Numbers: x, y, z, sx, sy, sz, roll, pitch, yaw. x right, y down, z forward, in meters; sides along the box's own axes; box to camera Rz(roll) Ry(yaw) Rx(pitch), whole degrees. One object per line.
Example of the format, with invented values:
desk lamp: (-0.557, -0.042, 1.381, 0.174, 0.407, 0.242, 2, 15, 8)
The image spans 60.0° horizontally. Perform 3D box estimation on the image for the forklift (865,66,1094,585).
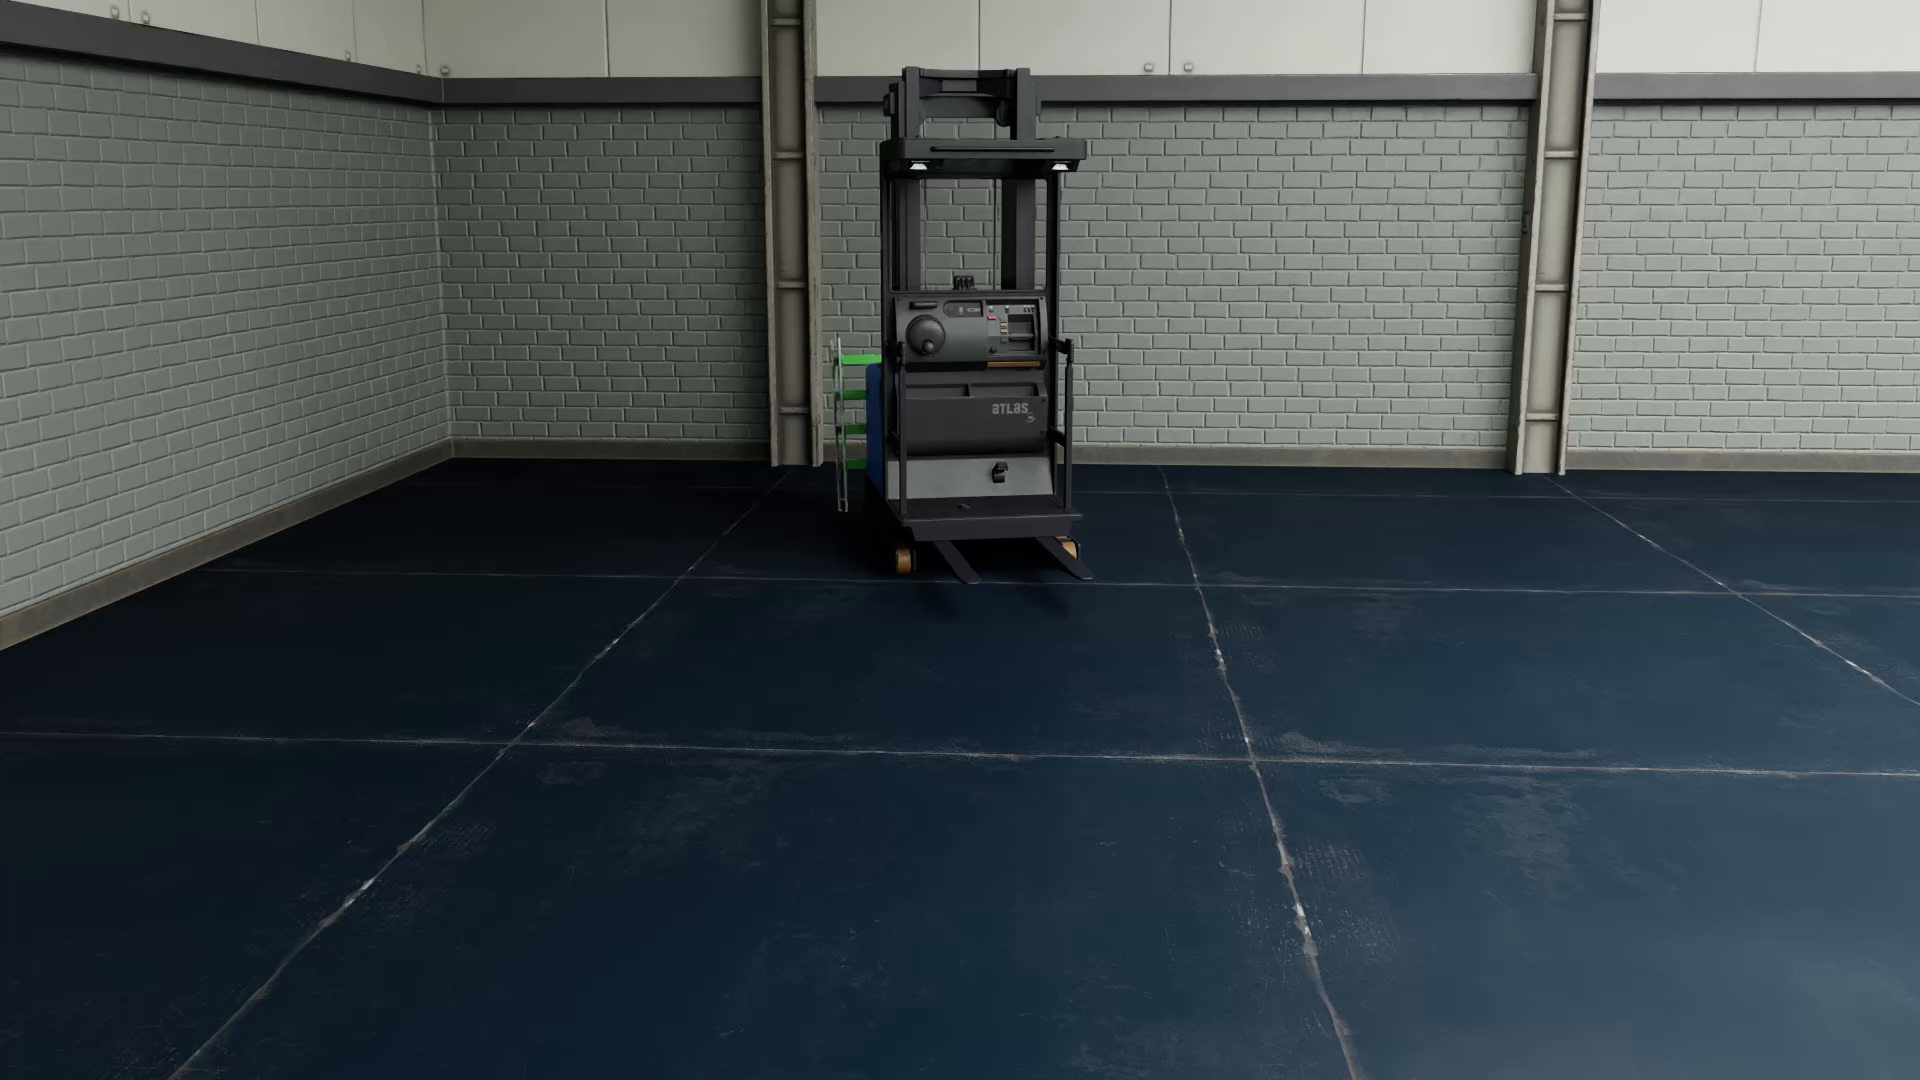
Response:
forklift: (0.107, -1.309, 9.866, 1.130, 2.935, 3.031, -2, 12, -10)

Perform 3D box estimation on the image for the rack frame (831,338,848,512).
rack frame: (-0.841, -0.797, 11.578, 0.015, 1.200, 0.240, -4, 4, -17)

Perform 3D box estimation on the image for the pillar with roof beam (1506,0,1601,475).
pillar with roof beam: (4.349, -4.079, 8.287, 0.400, 9.000, 9.100, 1, 12, 4)

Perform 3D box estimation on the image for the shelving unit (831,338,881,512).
shelving unit: (-0.608, -0.812, 11.649, 0.503, 1.200, 0.258, -4, 4, -17)

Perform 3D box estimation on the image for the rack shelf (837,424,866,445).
rack shelf: (-0.605, -0.748, 11.653, 0.480, 0.148, 0.258, -4, 4, -17)

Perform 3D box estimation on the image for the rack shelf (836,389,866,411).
rack shelf: (-0.615, -0.987, 11.636, 0.480, 0.148, 0.258, -4, 4, -17)

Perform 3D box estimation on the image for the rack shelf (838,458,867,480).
rack shelf: (-0.595, -0.509, 11.669, 0.480, 0.148, 0.258, -4, 4, -17)

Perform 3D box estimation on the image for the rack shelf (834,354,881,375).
rack shelf: (-0.625, -1.227, 11.620, 0.480, 0.148, 0.258, -4, 4, -17)

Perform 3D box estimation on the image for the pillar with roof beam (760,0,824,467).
pillar with roof beam: (-1.637, -4.161, 8.680, 0.400, 9.000, 9.100, 1, 12, 4)
